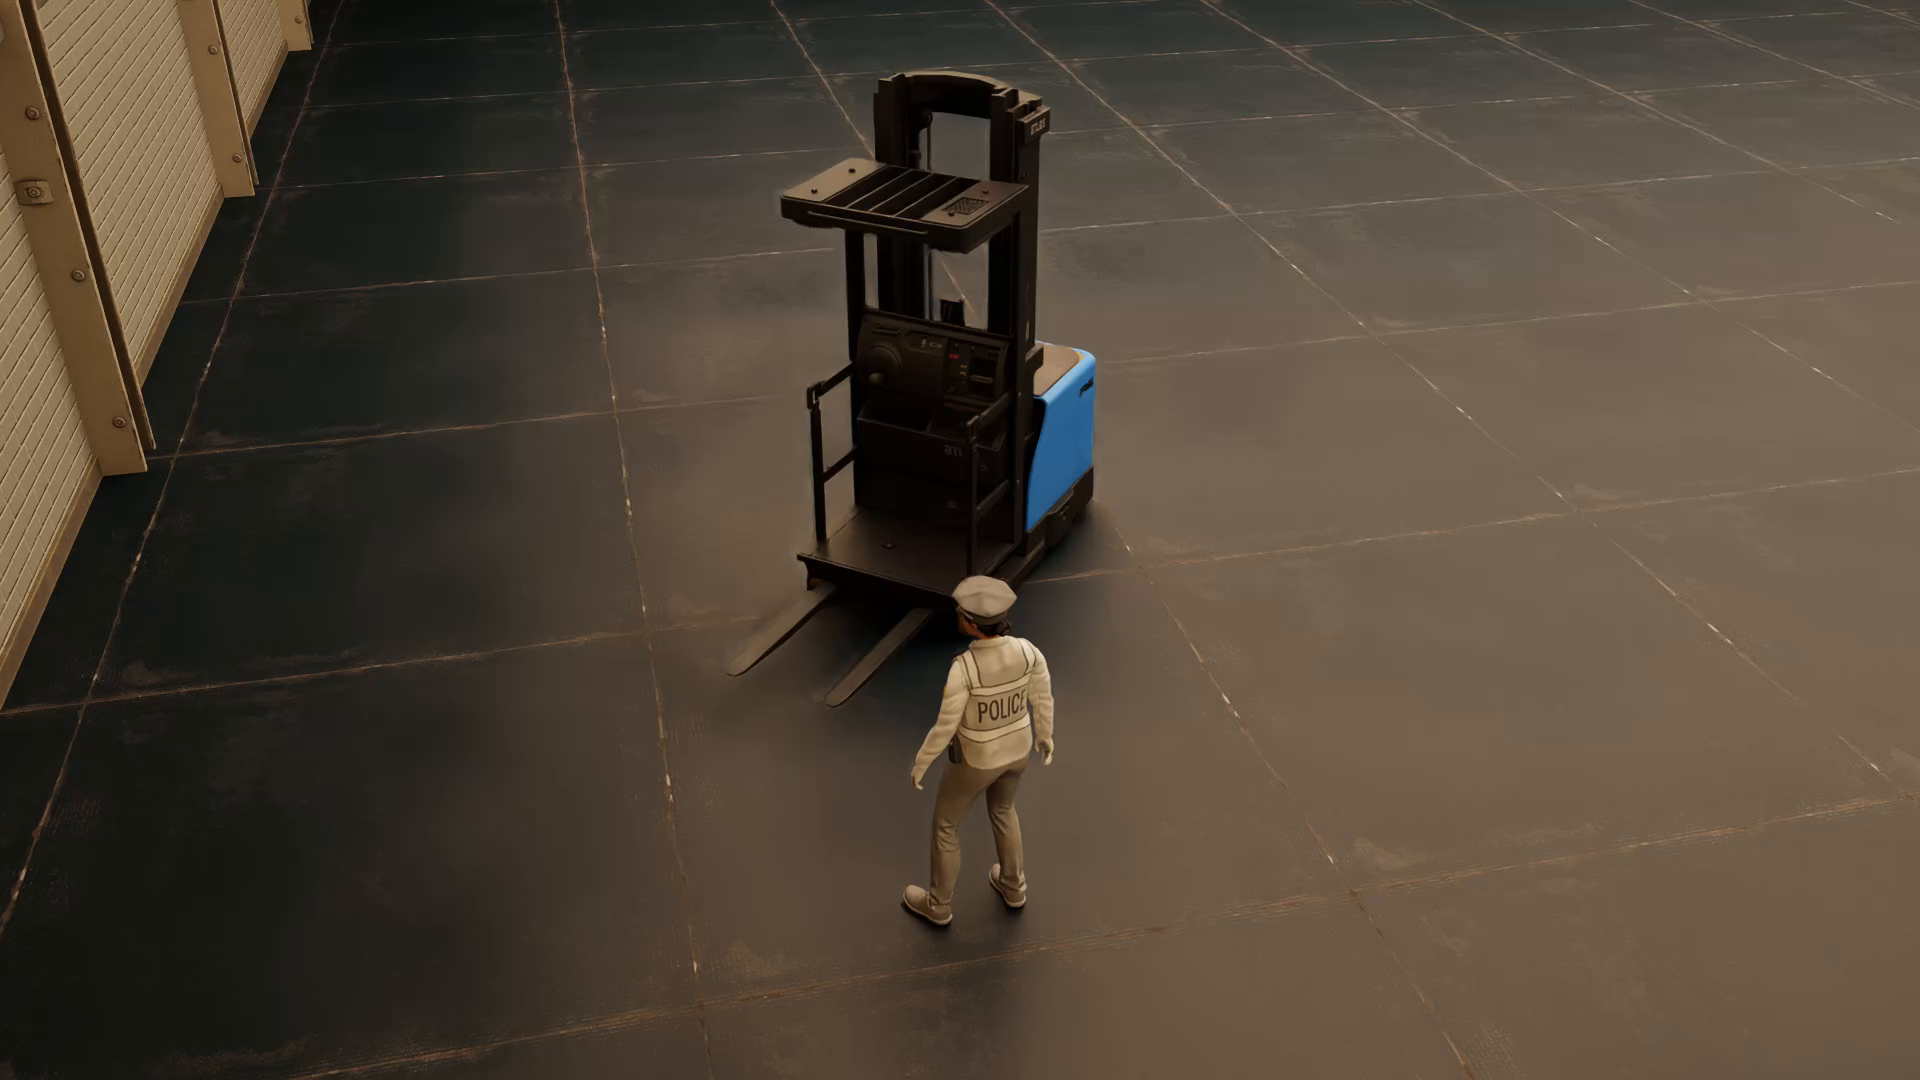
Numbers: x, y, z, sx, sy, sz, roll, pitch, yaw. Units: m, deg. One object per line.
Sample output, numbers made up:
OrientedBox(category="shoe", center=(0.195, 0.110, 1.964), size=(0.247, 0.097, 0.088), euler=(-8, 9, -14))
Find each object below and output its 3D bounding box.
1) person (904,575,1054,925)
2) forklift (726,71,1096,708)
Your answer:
OrientedBox(category="person", center=(0.099, 0.921, 7.269), size=(0.680, 1.647, 0.384), euler=(-19, 35, -29))
OrientedBox(category="forklift", center=(-0.256, -0.966, 9.243), size=(1.130, 2.935, 3.031), euler=(14, 33, 23))
